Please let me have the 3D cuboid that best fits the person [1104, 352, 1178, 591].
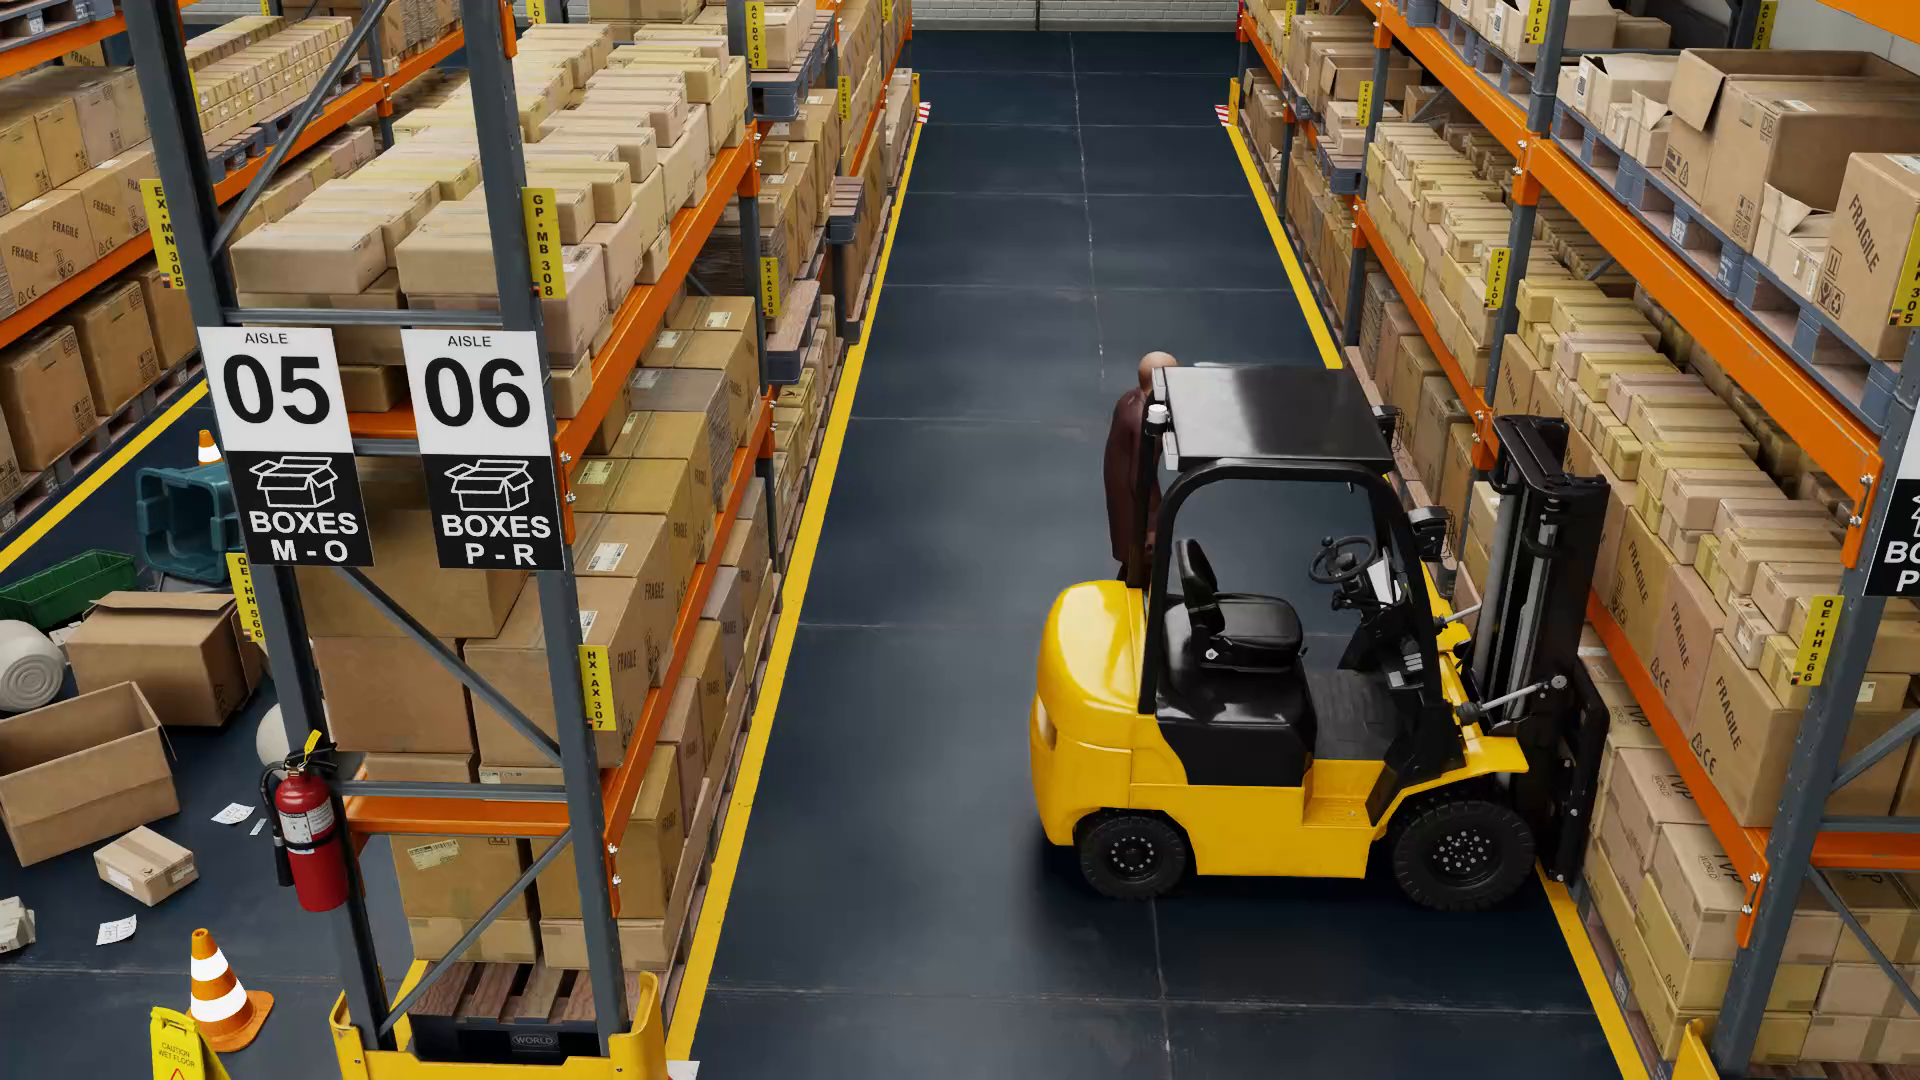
[{"bbox_3d":[0.977,-0.168,8.958,0.417,1.774,0.656,0,28,0],"label":"person"}]
